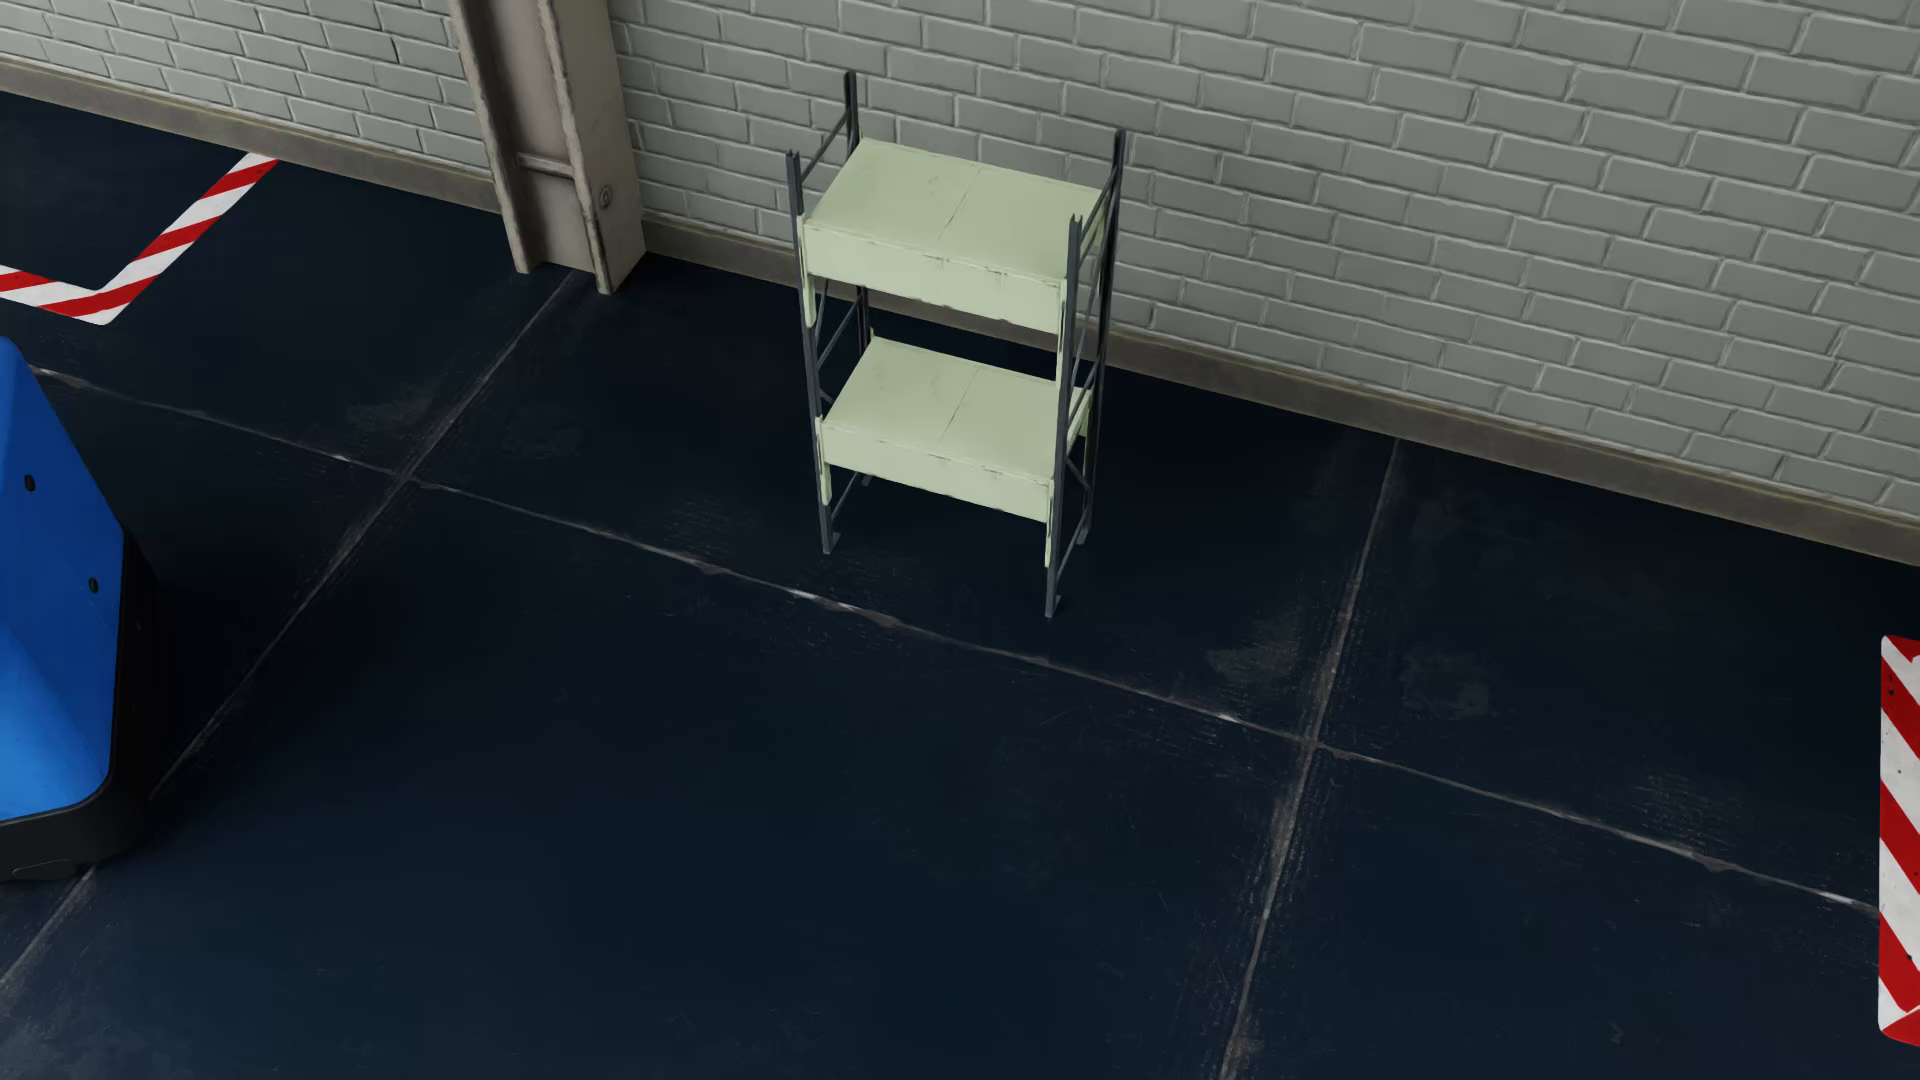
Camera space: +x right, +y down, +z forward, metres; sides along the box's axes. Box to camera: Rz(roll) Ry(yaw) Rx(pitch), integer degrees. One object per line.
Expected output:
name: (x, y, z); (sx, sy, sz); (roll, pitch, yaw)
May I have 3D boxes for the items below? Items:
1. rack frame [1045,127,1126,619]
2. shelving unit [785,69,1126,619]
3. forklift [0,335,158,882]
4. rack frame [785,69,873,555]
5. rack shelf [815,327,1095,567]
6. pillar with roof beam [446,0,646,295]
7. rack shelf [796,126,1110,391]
rack frame: (0.337, -0.397, 4.602); (0.023, 1.500, 0.400); (16, 51, 13)
shelving unit: (-0.006, -0.493, 4.685); (0.755, 1.500, 0.431); (16, 51, 13)
forklift: (-3.772, -0.160, 3.449); (3.031, 2.935, 1.130); (-12, 50, -10)
rack frame: (-0.350, -0.589, 4.768); (0.023, 1.500, 0.400); (16, 51, 13)
rack shelf: (-0.006, -0.279, 4.931); (0.720, 0.370, 0.431); (16, 51, 13)
pillar with roof beam: (-2.886, -0.940, 0.110); (0.400, 9.000, 9.100); (16, 51, 13)
rack shelf: (-0.006, -0.749, 4.390); (0.720, 0.370, 0.431); (16, 51, 13)
